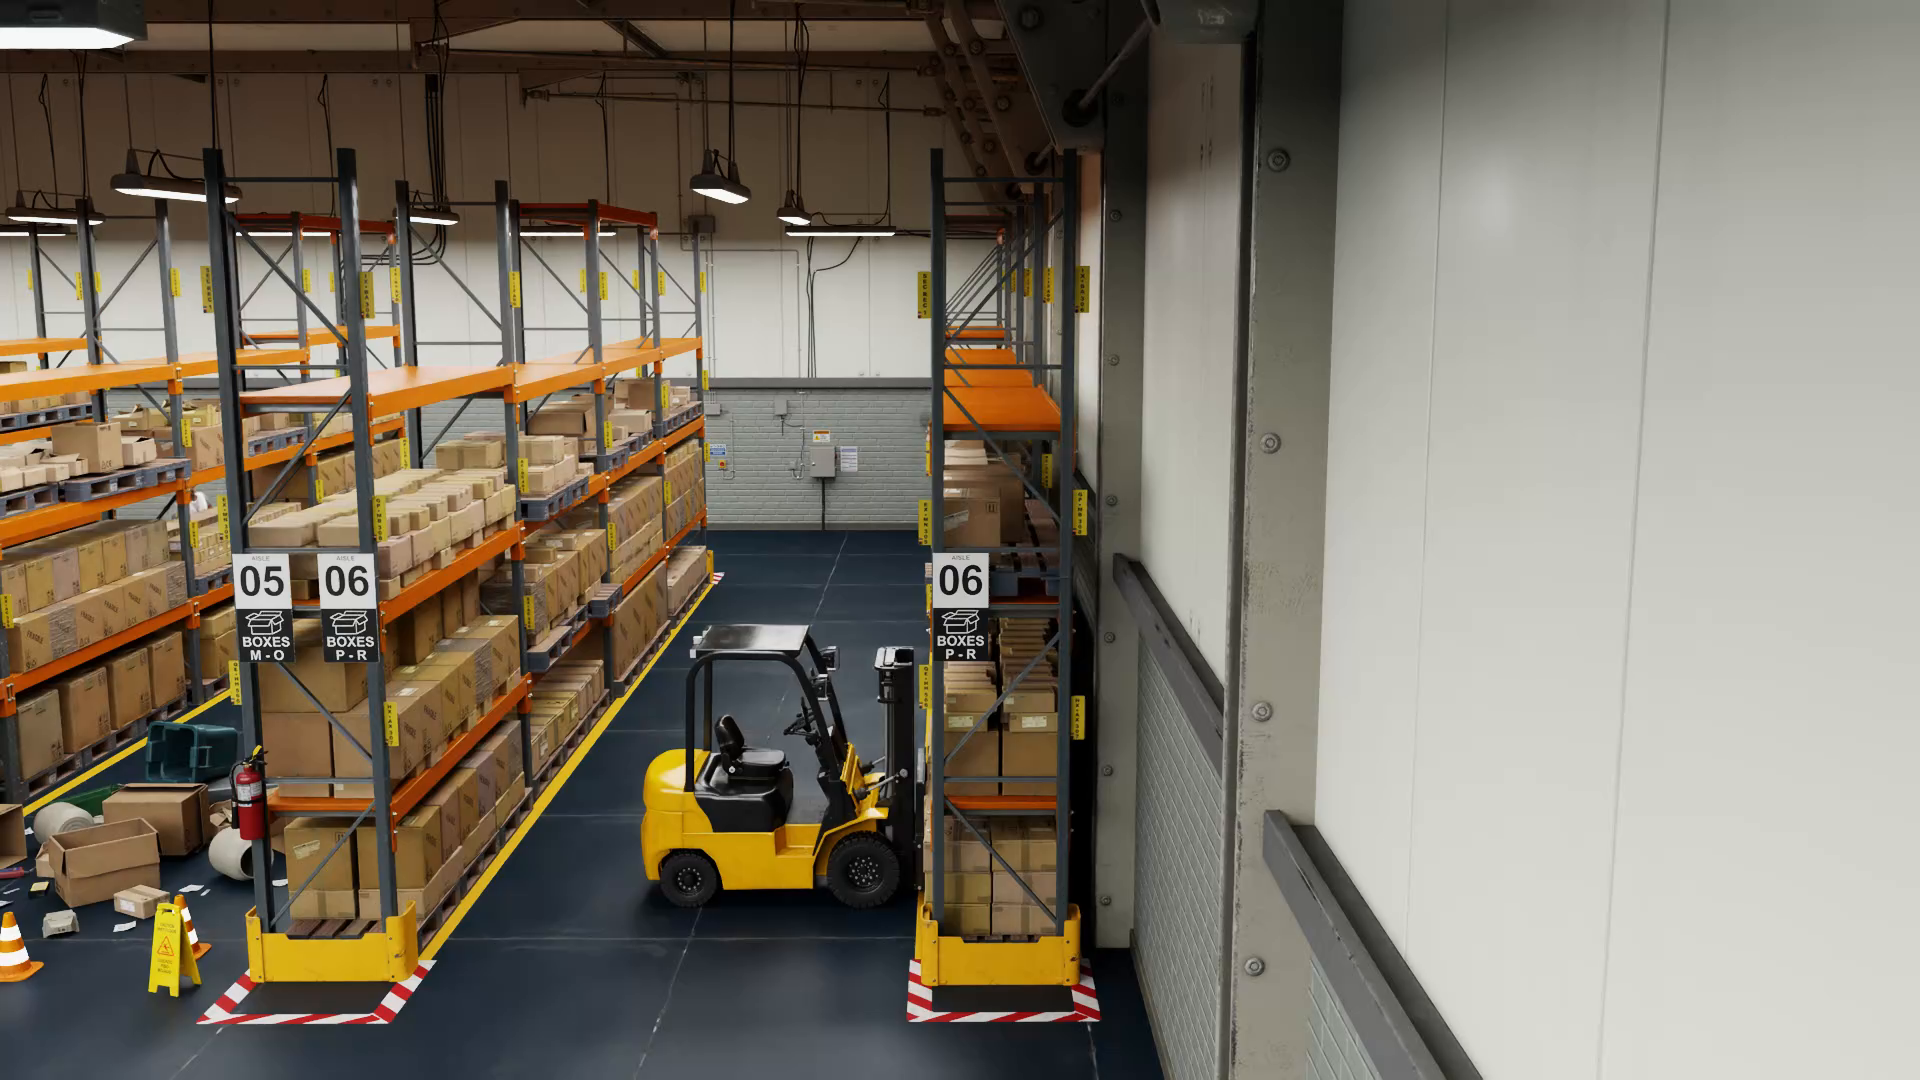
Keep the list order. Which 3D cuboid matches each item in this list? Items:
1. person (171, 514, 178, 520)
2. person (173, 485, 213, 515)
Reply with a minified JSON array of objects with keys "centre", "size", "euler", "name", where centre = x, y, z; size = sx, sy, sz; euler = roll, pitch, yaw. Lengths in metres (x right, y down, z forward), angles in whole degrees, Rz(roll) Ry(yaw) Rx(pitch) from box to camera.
[{"centre":[-11.396,0.445,24.501],"size":[0.573,1.726,1.077],"euler":[-1,9,-4],"name":"person"},{"centre":[-13.052,-0.205,28.417],"size":[0.612,1.686,0.734],"euler":[9,12,43],"name":"person"}]
